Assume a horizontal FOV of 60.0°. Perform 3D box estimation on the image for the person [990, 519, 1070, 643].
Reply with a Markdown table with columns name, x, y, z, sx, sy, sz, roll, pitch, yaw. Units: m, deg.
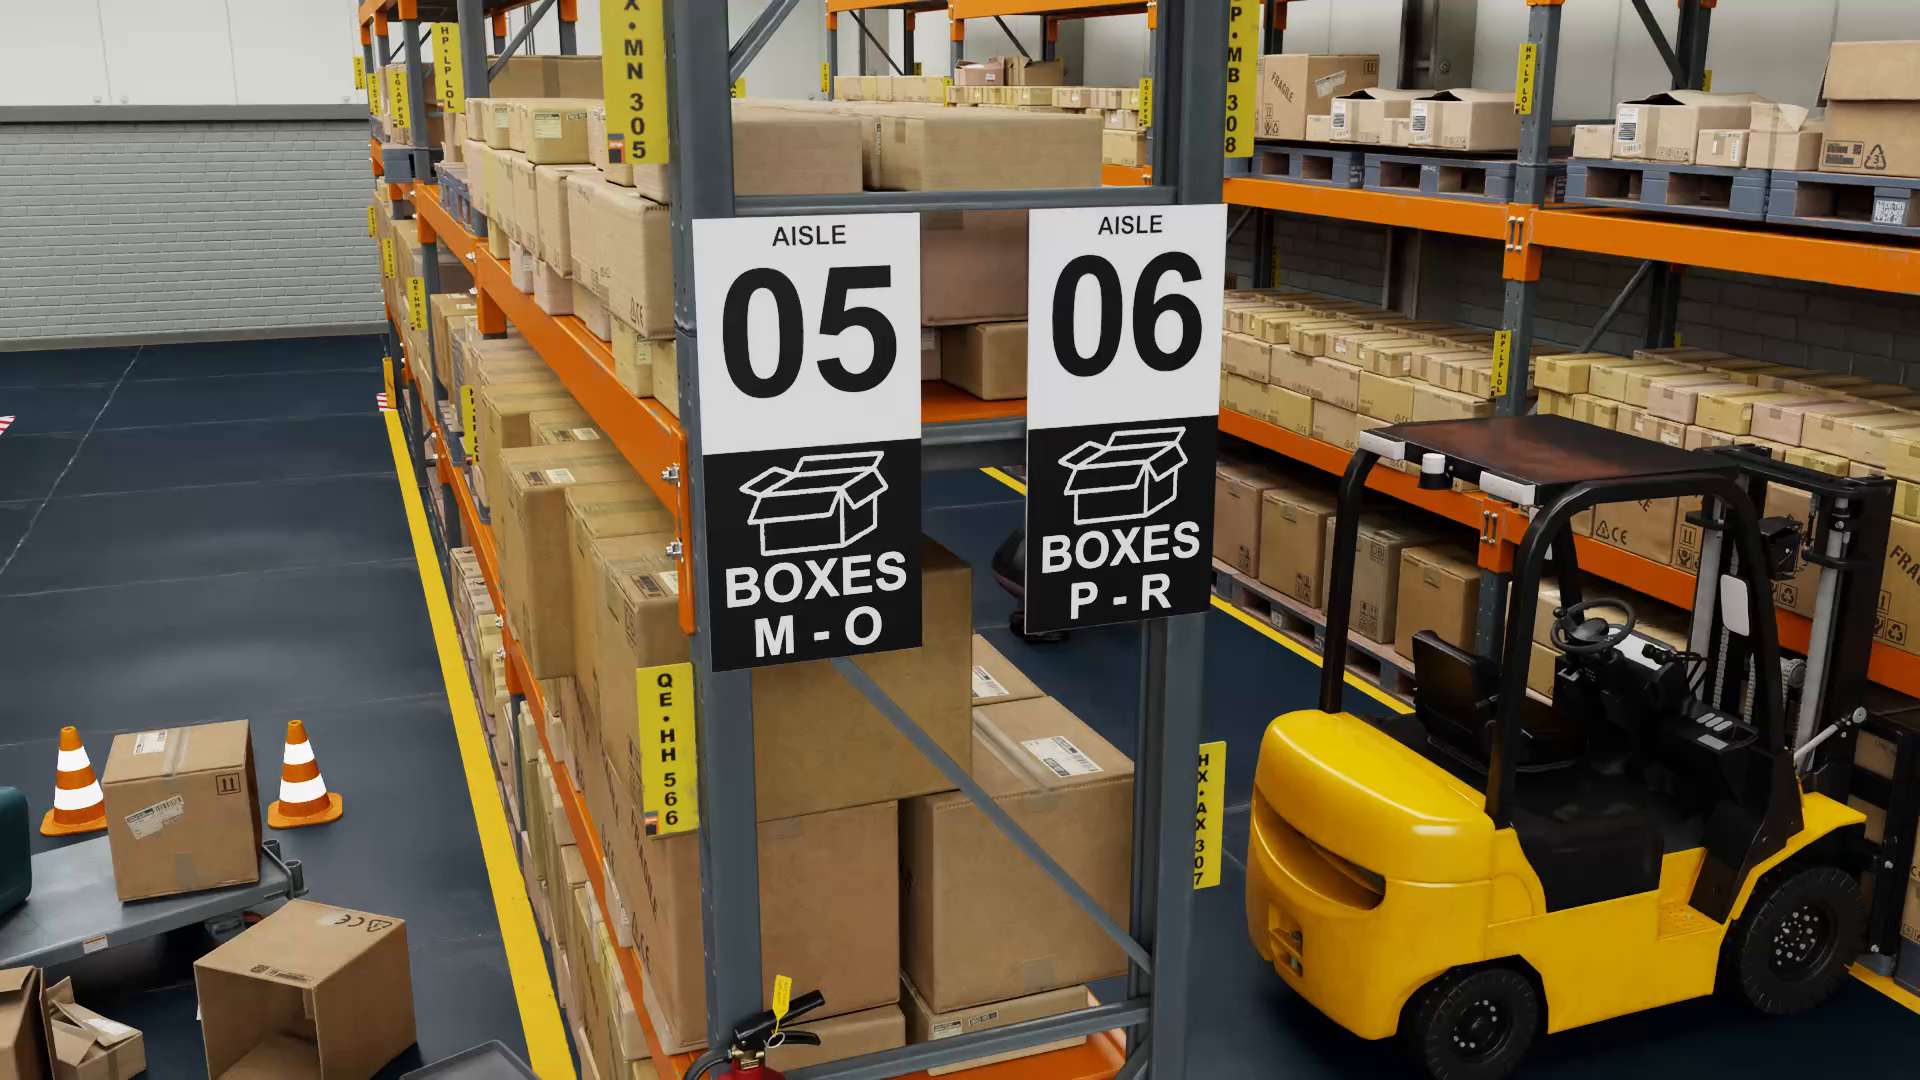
| name | x | y | z | sx | sy | sz | roll | pitch | yaw |
| --- | --- | --- | --- | --- | --- | --- | --- | --- | --- |
| person | 0.631 | 0.125 | 10.558 | 0.879 | 0.970 | 0.522 | -6 | 17 | -21 |
